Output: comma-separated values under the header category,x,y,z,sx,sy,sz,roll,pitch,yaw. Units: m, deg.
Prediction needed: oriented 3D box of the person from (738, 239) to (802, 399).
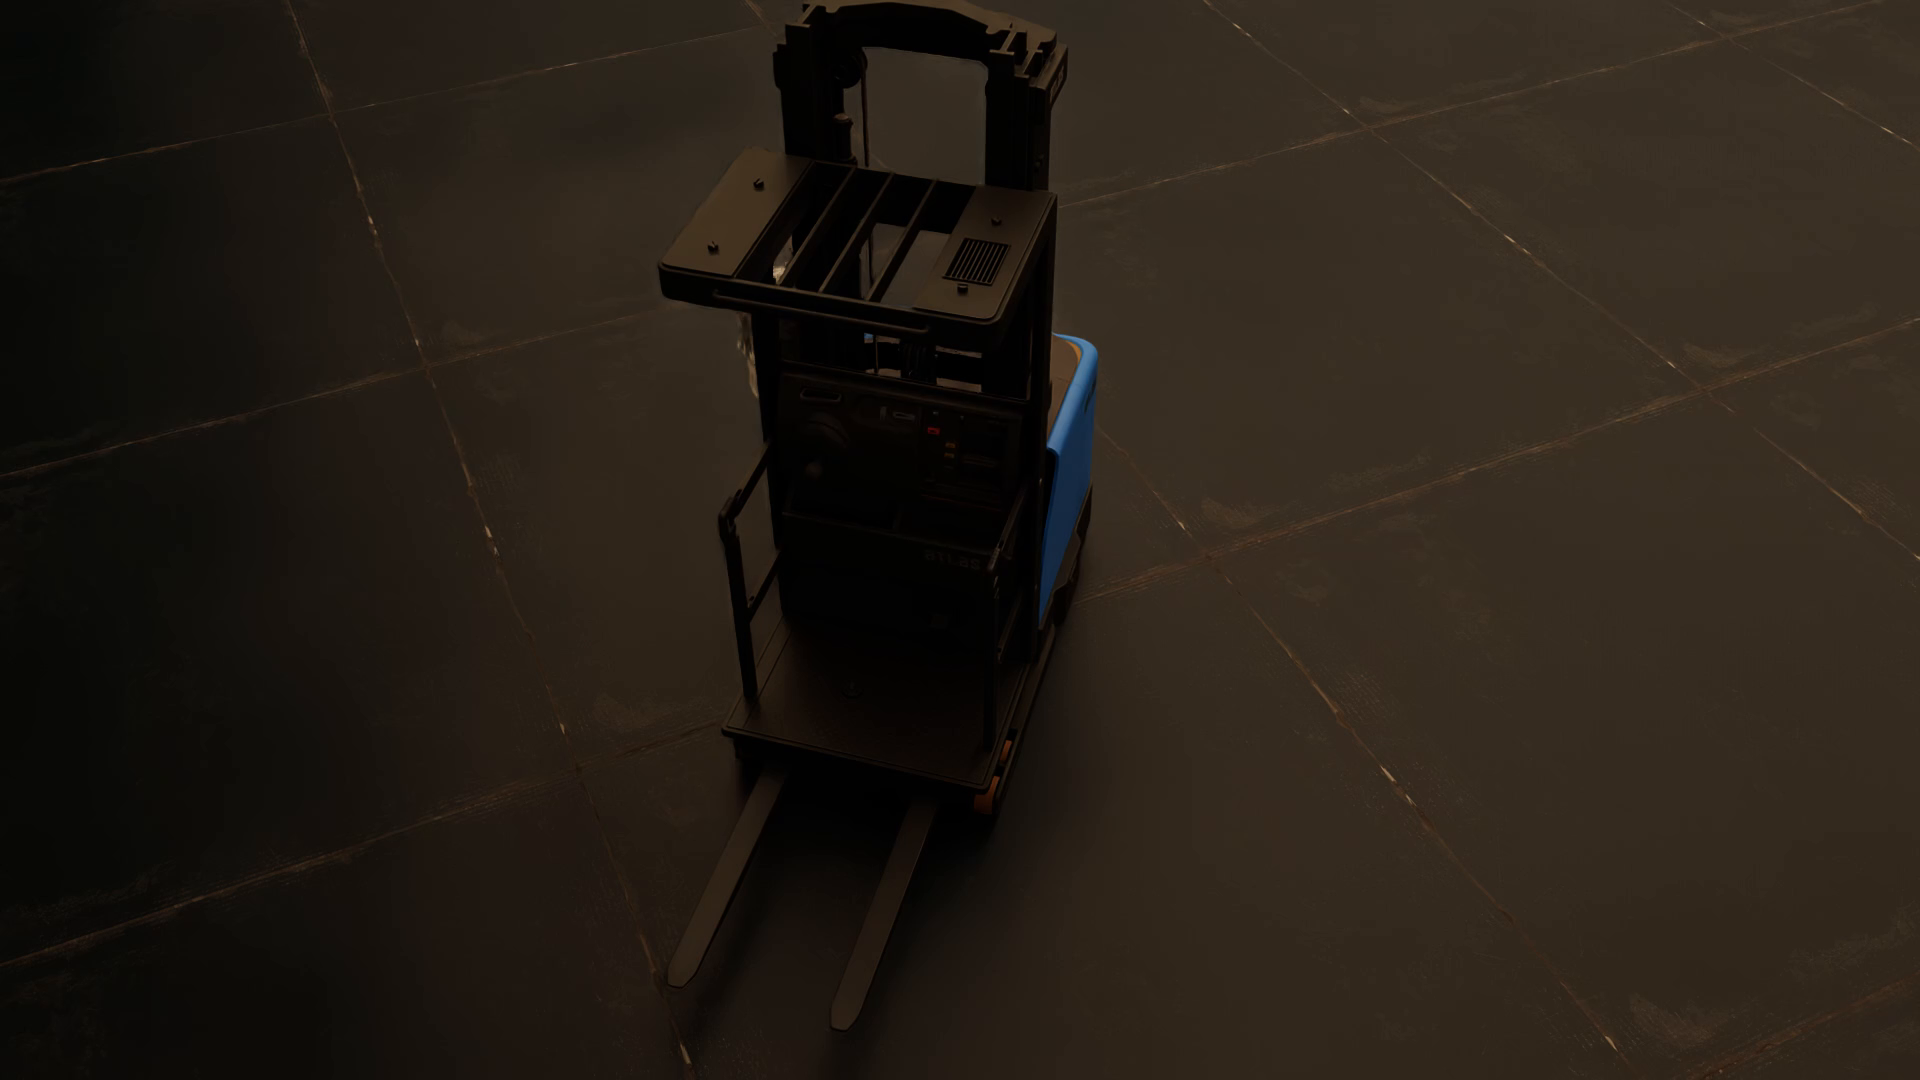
category,x,y,z,sx,sy,sz,roll,pitch,yaw
person,-0.562,-0.844,7.767,0.879,1.442,0.846,-21,47,-21

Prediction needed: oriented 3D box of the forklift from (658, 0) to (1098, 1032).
category,x,y,z,sx,sy,sz,roll,pitch,yaw
forklift,-0.288,-0.278,5.978,1.130,2.935,3.031,11,44,12
